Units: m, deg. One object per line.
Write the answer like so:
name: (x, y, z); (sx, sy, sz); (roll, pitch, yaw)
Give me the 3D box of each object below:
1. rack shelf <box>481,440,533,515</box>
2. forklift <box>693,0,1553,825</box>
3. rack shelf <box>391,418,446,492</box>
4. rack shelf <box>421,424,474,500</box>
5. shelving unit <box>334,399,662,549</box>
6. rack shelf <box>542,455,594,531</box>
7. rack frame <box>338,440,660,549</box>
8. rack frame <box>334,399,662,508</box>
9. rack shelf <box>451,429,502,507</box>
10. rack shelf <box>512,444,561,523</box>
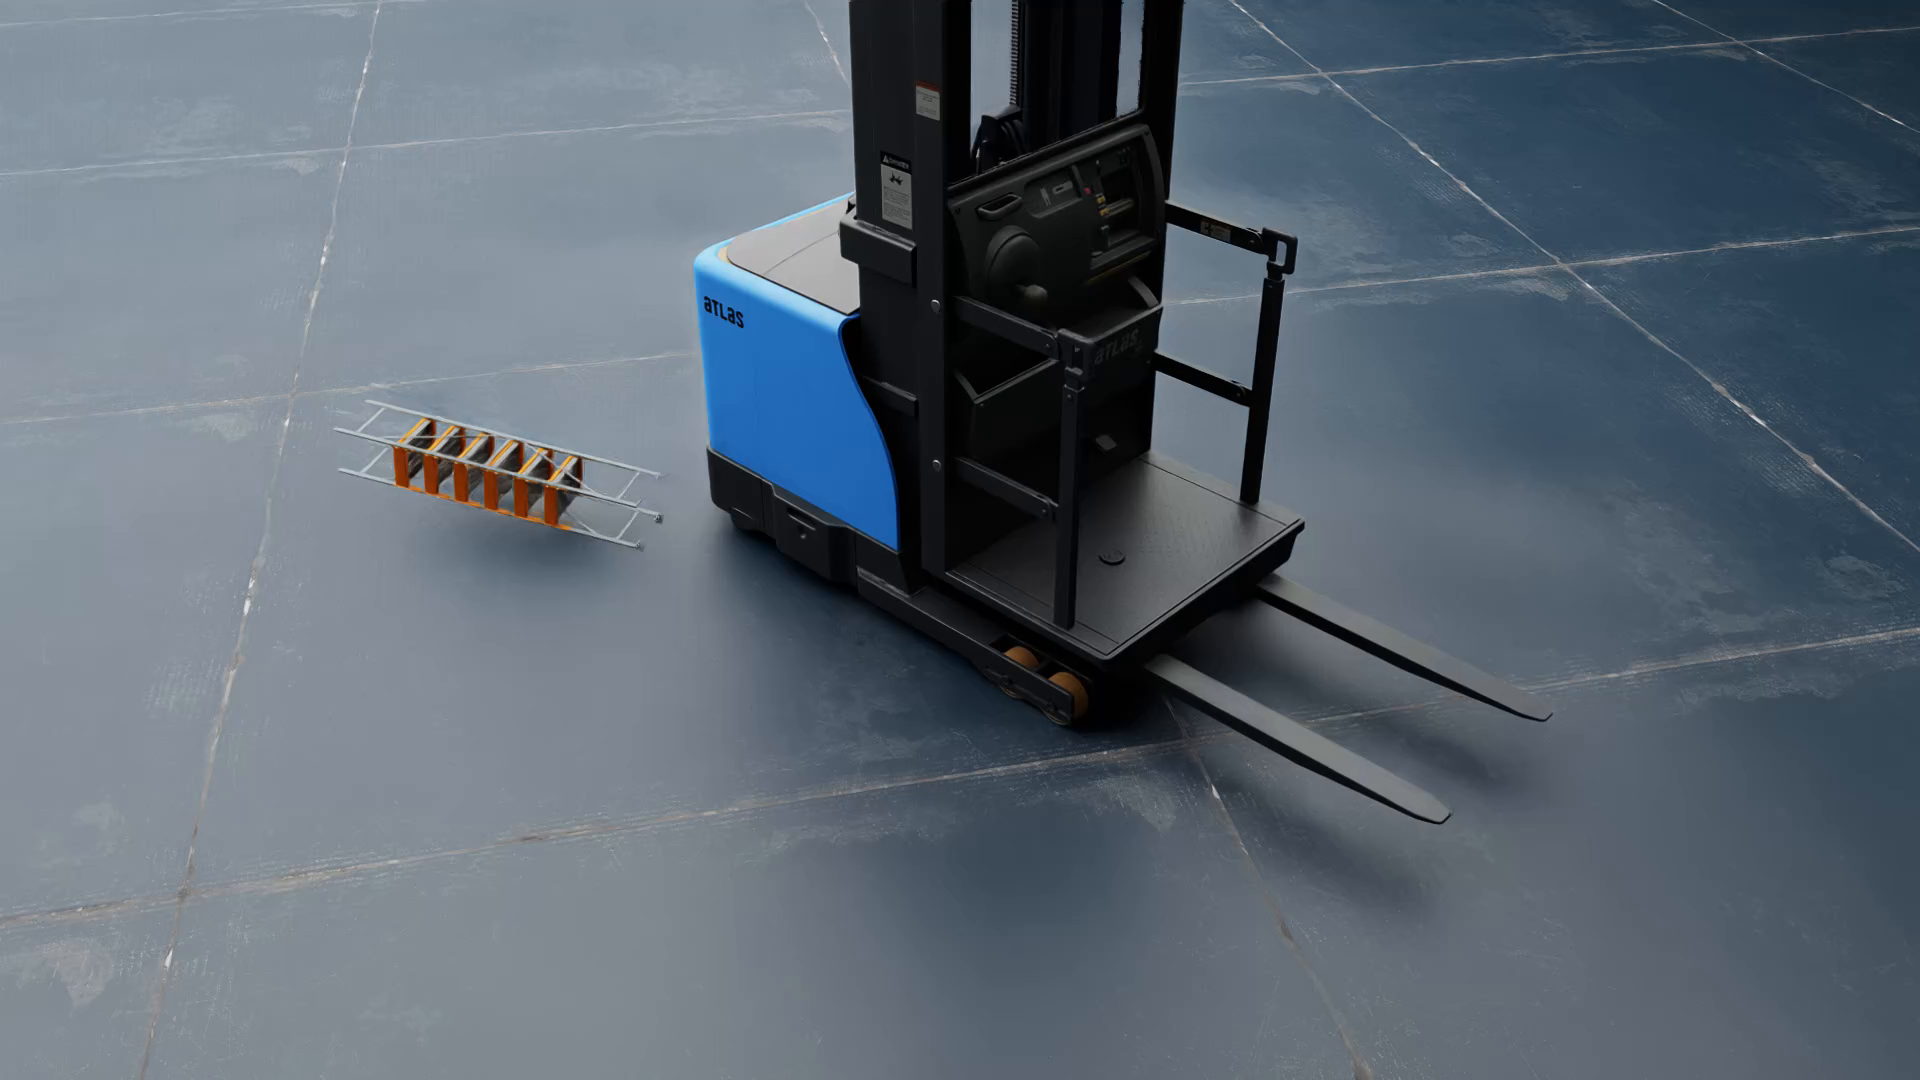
rack shelf: (-1.695, -0.244, 6.264); (0.103, 0.180, 0.258); (14, 36, 7)
forklift: (0.470, -0.955, 5.006); (3.031, 2.935, 1.130); (28, 43, 35)
rack shelf: (-2.042, -0.331, 6.307); (0.103, 0.180, 0.258); (14, 36, 7)
rack shelf: (-1.926, -0.302, 6.293); (0.103, 0.180, 0.258); (14, 36, 7)
shelving unit: (-1.738, -0.255, 6.269); (1.200, 0.189, 0.258); (14, 36, 7)
rack shelf: (-1.464, -0.186, 6.236); (0.103, 0.180, 0.258); (14, 36, 7)
rack frame: (-1.750, -0.181, 6.322); (1.200, 0.006, 0.240); (14, 36, 7)
rack frame: (-1.726, -0.328, 6.217); (1.200, 0.006, 0.240); (14, 36, 7)
rack shelf: (-1.811, -0.273, 6.278); (0.103, 0.180, 0.258); (14, 36, 7)
rack shelf: (-1.580, -0.215, 6.250); (0.103, 0.180, 0.258); (14, 36, 7)
